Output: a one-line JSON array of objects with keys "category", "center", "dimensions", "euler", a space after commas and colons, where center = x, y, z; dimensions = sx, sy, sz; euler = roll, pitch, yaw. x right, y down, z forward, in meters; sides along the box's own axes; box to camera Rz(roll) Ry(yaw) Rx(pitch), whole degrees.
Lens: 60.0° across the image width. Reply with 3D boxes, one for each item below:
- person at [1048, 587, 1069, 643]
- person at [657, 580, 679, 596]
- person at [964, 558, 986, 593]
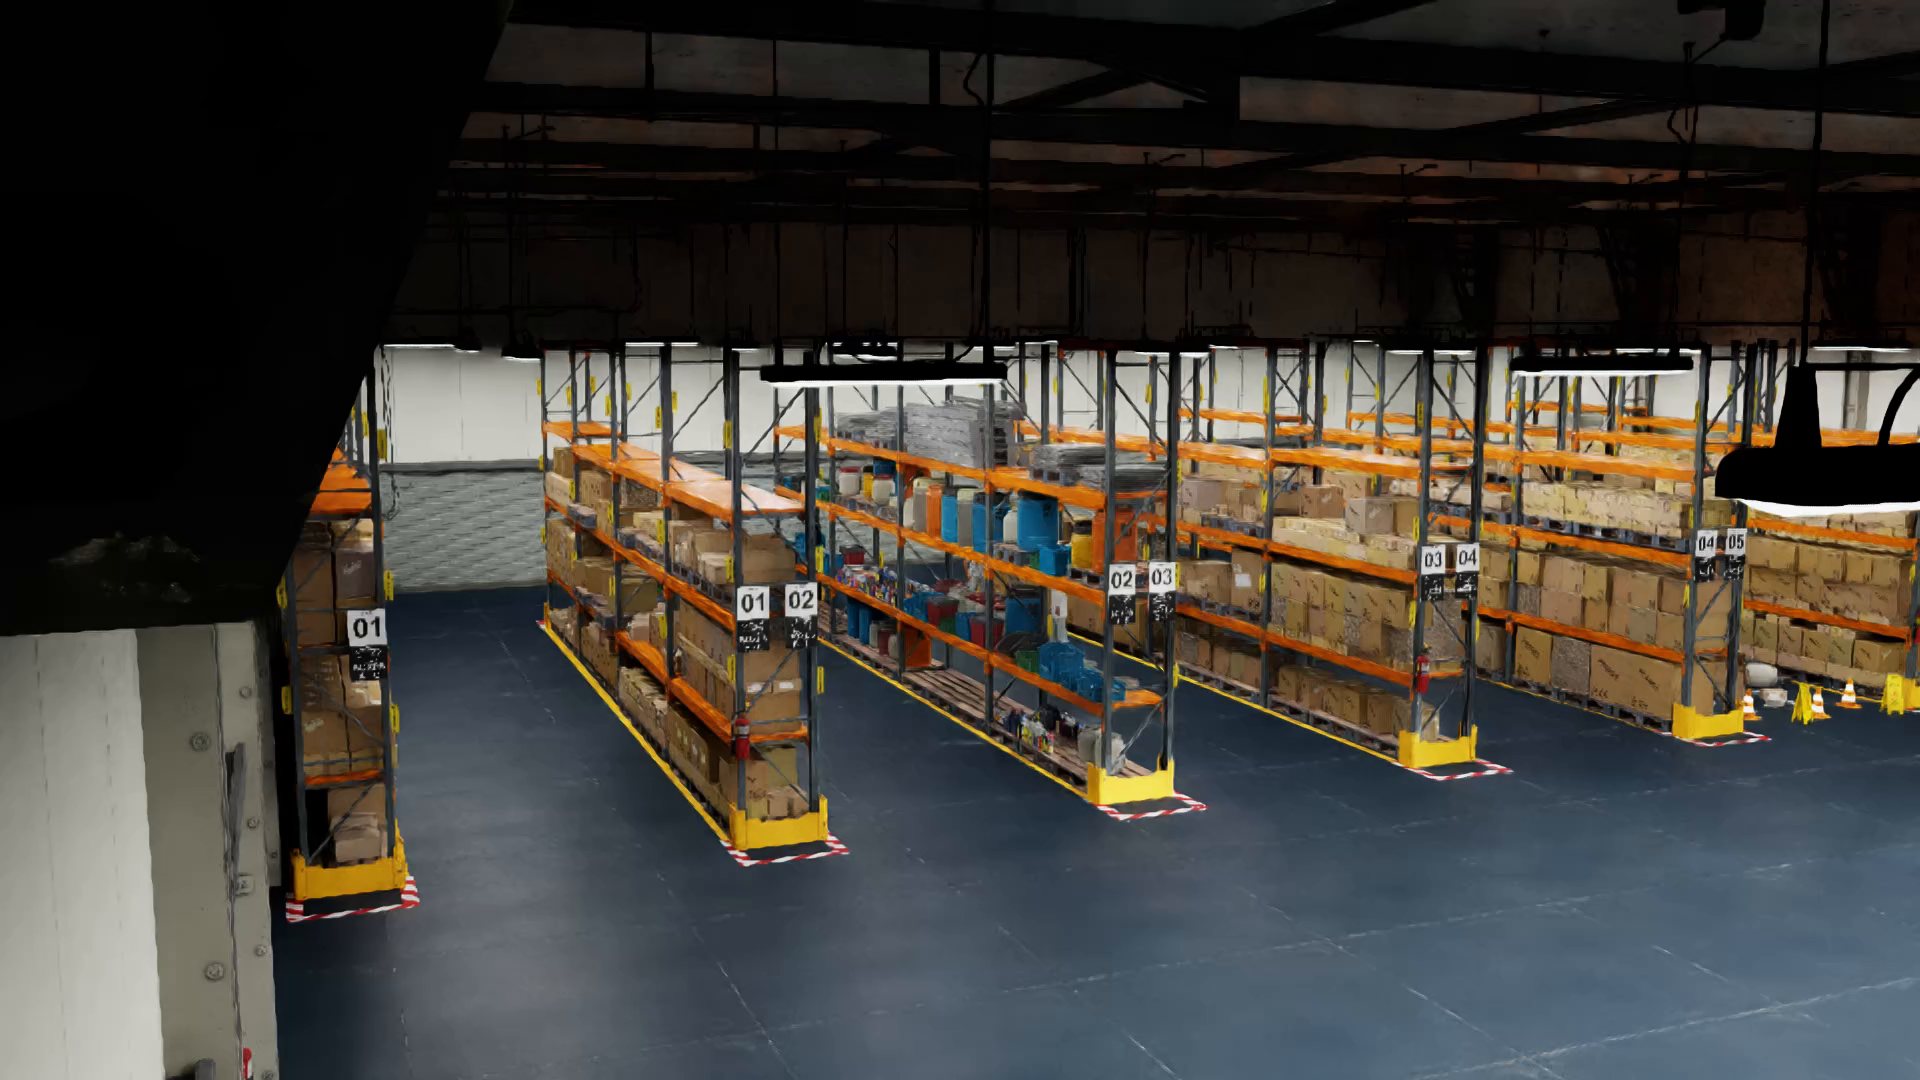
[{"category": "person", "center": [1.854, 1.257, 32.148], "dimensions": [0.556, 1.781, 0.631], "euler": [1, 8, 8]}, {"category": "person", "center": [-6.820, 0.418, 38.737], "dimensions": [0.494, 1.785, 0.713], "euler": [3, 8, 22]}, {"category": "person", "center": [0.388, 0.787, 36.596], "dimensions": [0.625, 1.611, 0.582], "euler": [-3, 8, -23]}]
